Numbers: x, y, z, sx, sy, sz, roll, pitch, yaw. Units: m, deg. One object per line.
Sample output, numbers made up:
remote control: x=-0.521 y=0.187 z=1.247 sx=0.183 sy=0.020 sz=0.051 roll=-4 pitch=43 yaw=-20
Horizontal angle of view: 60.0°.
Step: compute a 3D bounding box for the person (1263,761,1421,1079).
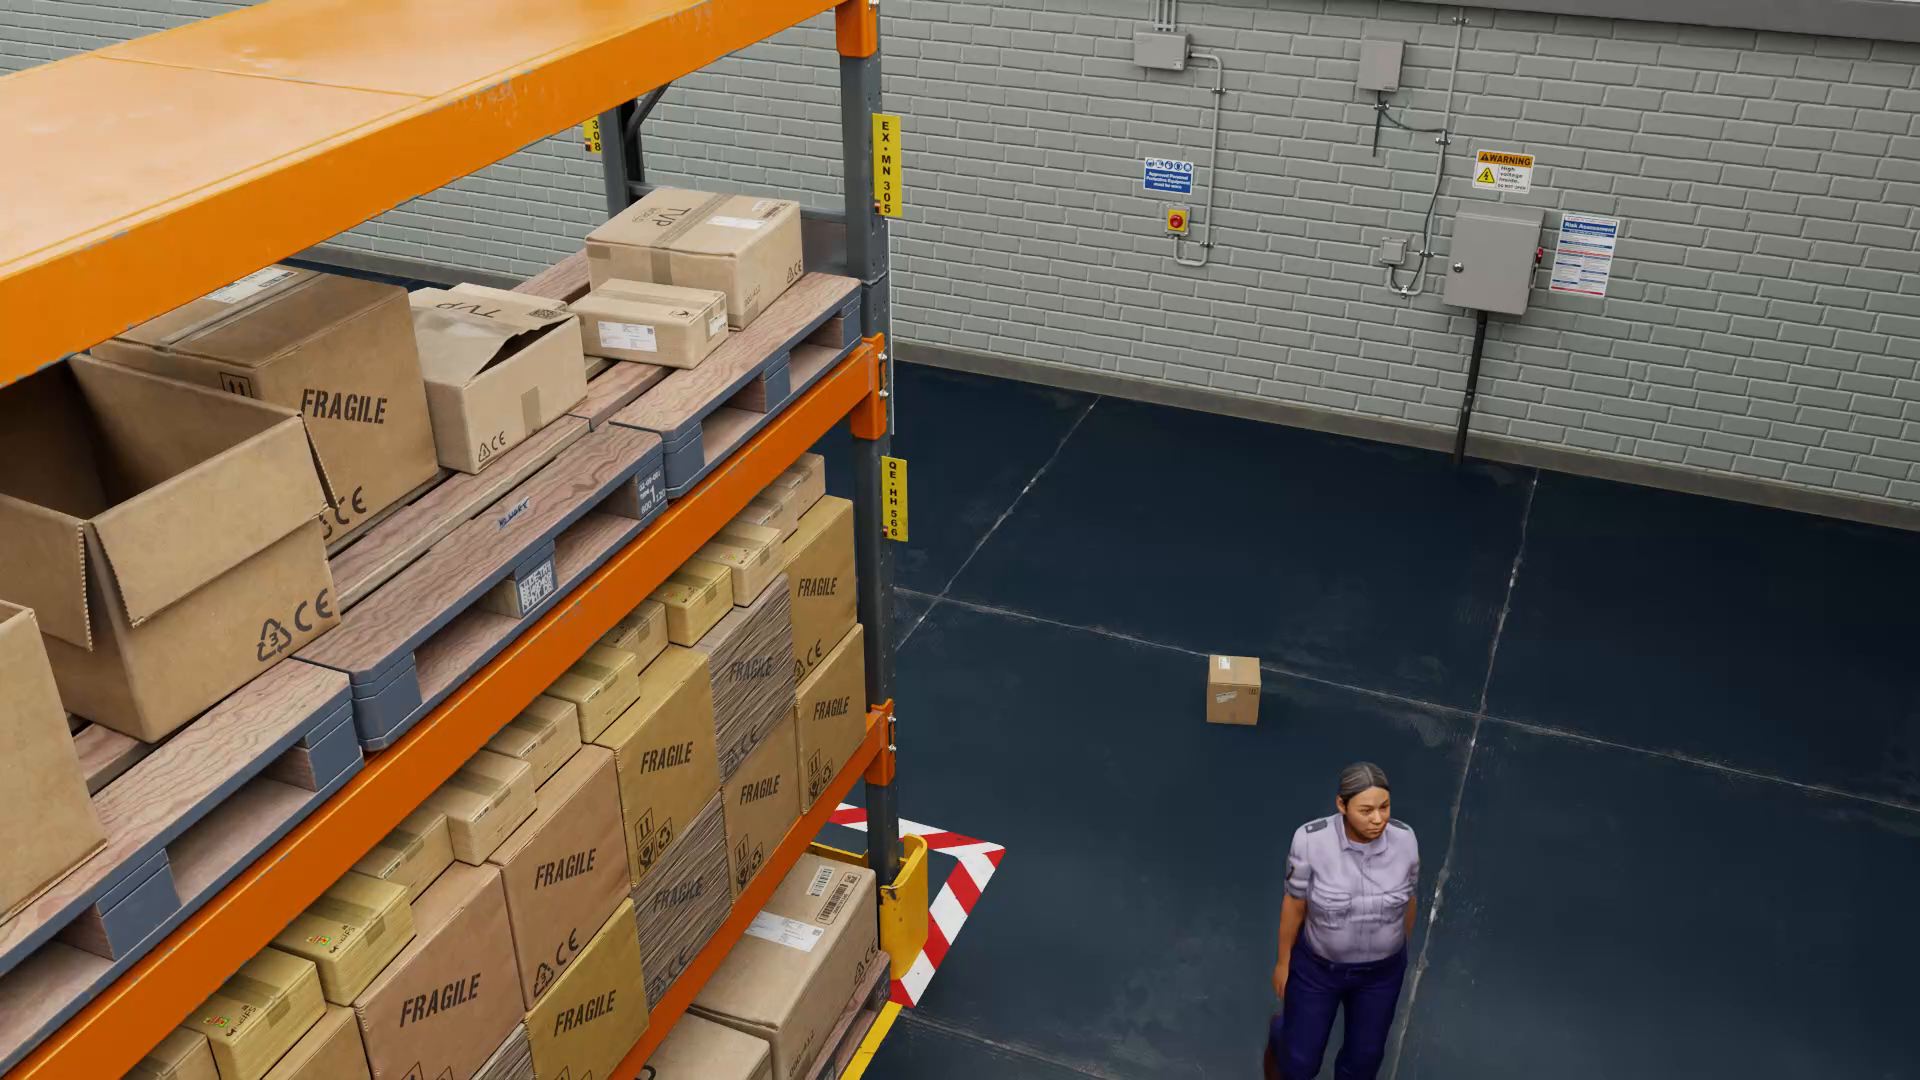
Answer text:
person: x=1.337 y=1.468 z=5.819 sx=0.485 sy=1.620 sz=0.529 roll=-1 pitch=30 yaw=-1
